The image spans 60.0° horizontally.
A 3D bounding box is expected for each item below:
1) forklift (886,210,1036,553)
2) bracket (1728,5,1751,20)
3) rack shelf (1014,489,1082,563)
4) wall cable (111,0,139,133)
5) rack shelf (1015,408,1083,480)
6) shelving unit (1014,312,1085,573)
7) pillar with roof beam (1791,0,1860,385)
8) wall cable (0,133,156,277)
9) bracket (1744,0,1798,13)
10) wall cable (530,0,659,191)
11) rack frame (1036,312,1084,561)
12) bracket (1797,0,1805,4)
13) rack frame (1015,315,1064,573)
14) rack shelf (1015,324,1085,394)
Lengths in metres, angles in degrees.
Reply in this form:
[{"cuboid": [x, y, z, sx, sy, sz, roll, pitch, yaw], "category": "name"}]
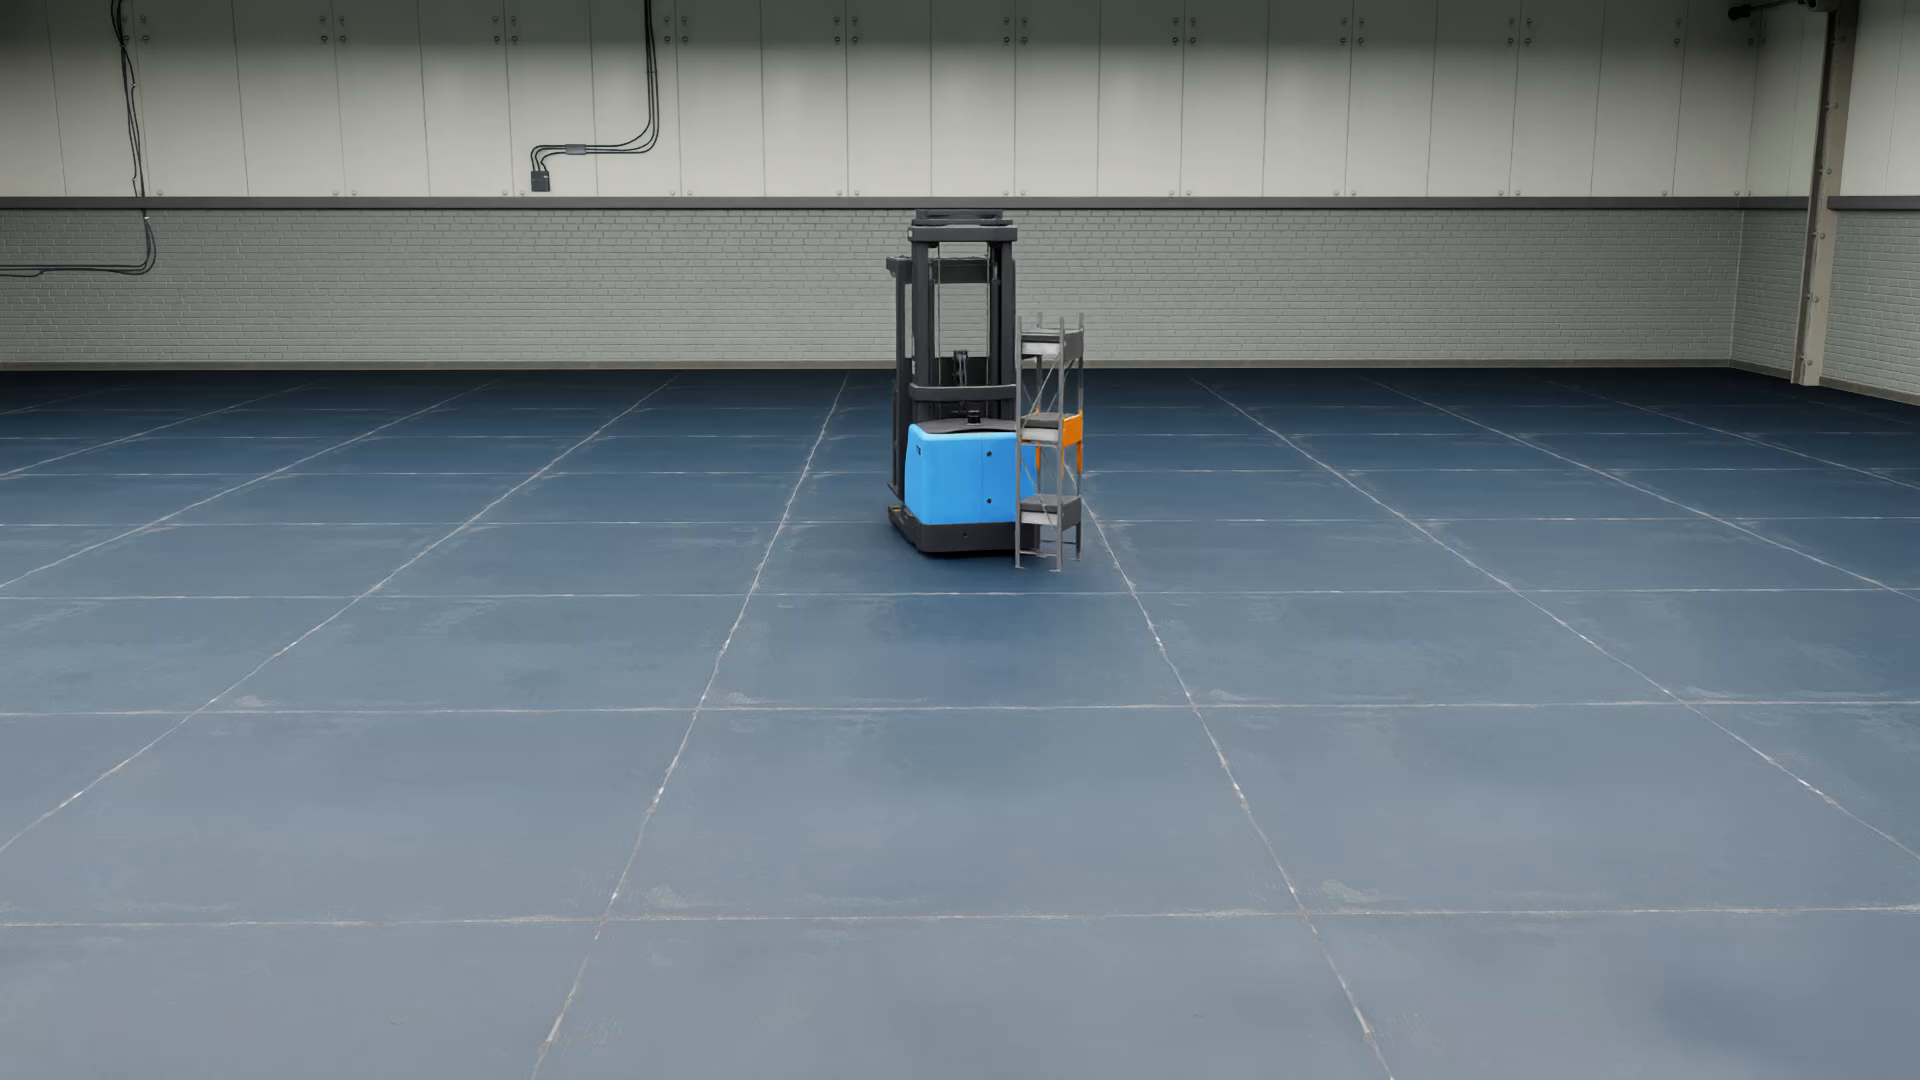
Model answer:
[{"cuboid": [-0.081, -1.573, 15.442, 1.130, 2.935, 3.031, -2, 12, -10], "category": "forklift"}, {"cuboid": [13.817, -9.349, 29.456, 0.235, 0.232, 0.430, 0, 11, -1], "category": "bracket"}, {"cuboid": [0.743, -0.121, 13.965, 0.431, 0.518, 0.480, 5, 12, 22], "category": "rack shelf"}, {"cuboid": [-13.298, -8.459, 29.229, 3.097, 2.526, 0.112, 0, 11, -1], "category": "wall cable"}, {"cuboid": [0.743, -0.807, 13.826, 0.431, 0.518, 0.480, 5, 12, 22], "category": "rack shelf"}, {"cuboid": [0.743, -0.821, 13.823, 0.431, 2.100, 0.503, 5, 12, 22], "category": "shelving unit"}, {"cuboid": [9.925, -7.015, 27.005, 9.100, 9.000, 0.548, 0, 11, -1], "category": "pillar with roof beam"}, {"cuboid": [-16.003, -5.973, 29.676, 3.097, 2.526, 0.112, 0, 11, -1], "category": "wall cable"}, {"cuboid": [13.829, -9.232, 28.877, 0.076, 0.066, 3.189, 0, 11, -1], "category": "bracket"}, {"cuboid": [-6.511, -9.197, 29.206, 2.305, 6.003, 0.169, 0, 11, -1], "category": "wall cable"}, {"cuboid": [0.837, -0.866, 14.043, 0.400, 2.100, 0.015, 5, 12, 22], "category": "rack frame"}, {"cuboid": [13.866, -8.878, 27.133, 0.235, 0.232, 0.430, 0, 11, -1], "category": "bracket"}, {"cuboid": [0.649, -0.776, 13.602, 0.400, 2.100, 0.015, 5, 12, 22], "category": "rack frame"}, {"cuboid": [0.743, -1.493, 13.686, 0.431, 0.518, 0.480, 5, 12, 22], "category": "rack shelf"}]
